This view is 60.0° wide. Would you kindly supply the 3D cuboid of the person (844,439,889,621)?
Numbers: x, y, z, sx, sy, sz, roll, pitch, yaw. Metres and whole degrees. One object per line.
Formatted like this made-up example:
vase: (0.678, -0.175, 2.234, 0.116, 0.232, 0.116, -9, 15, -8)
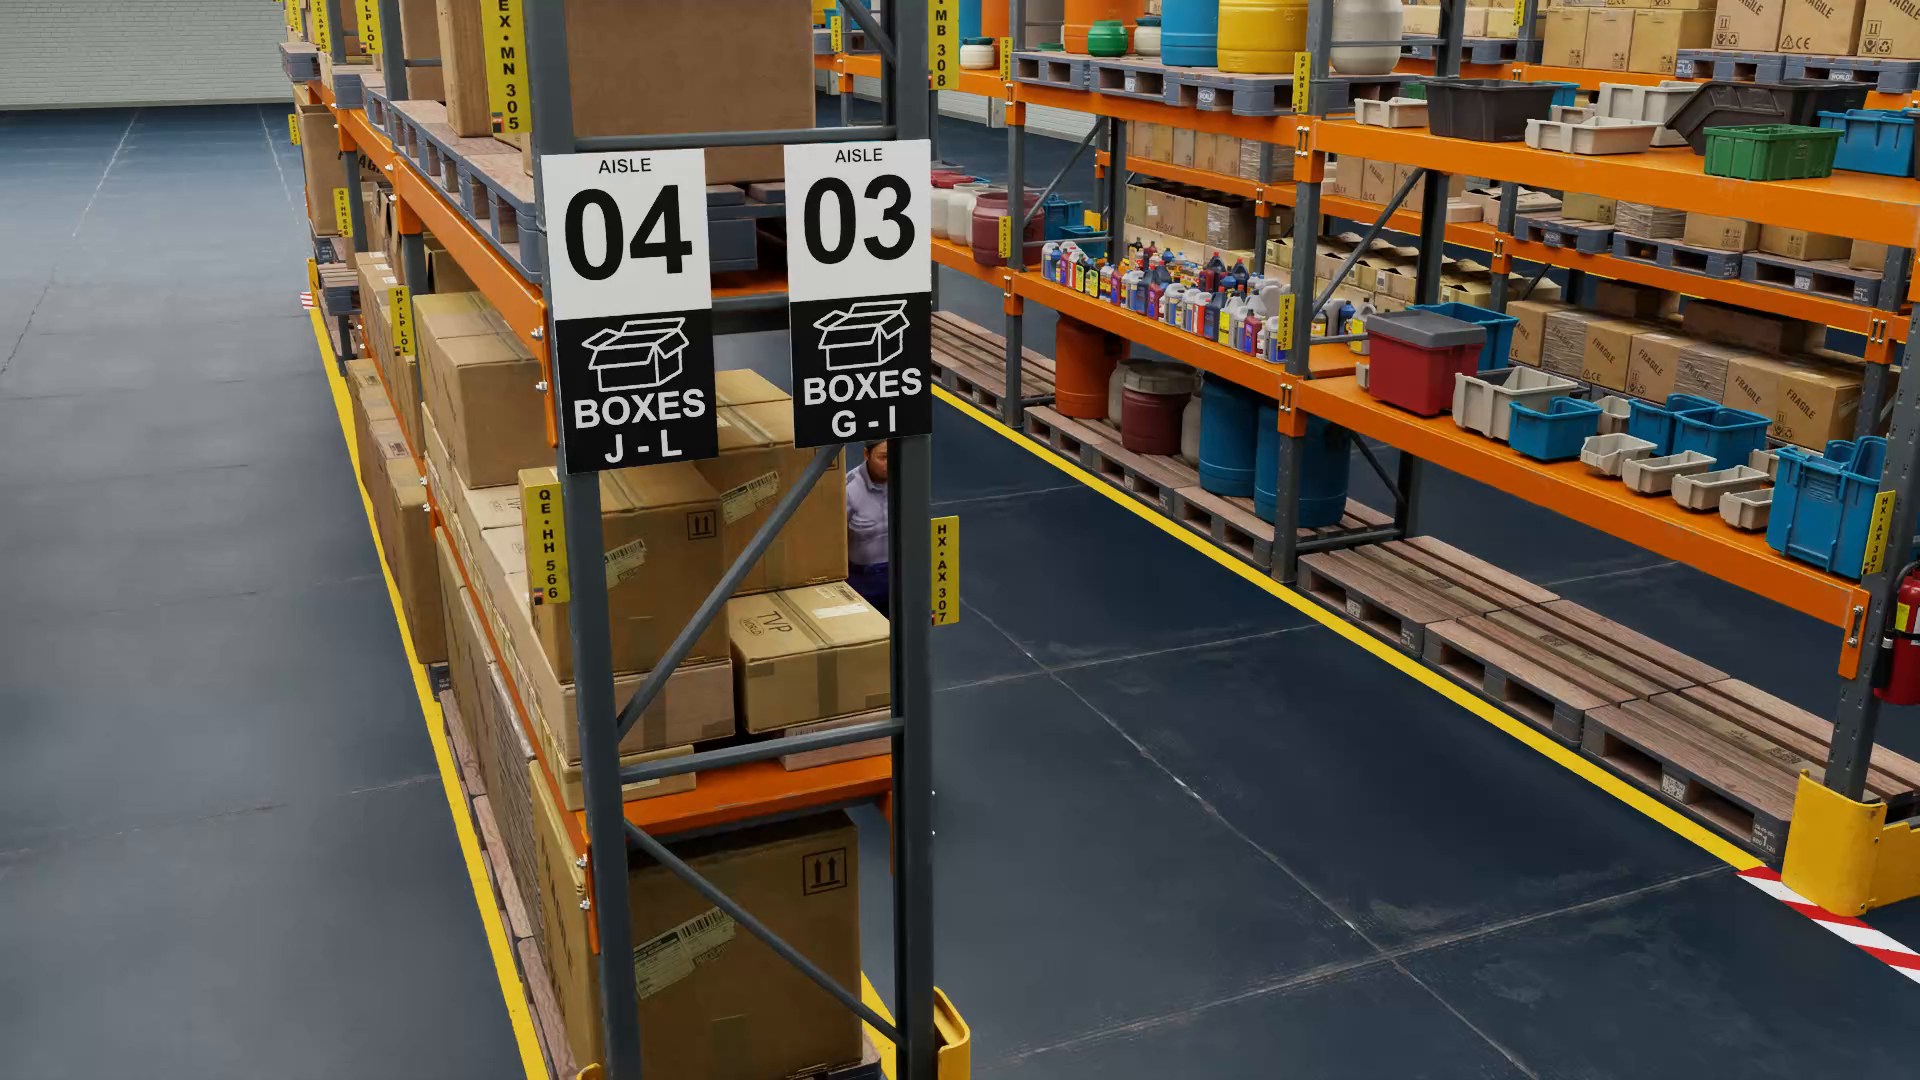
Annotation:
person: (-0.397, 0.244, 7.866, 0.552, 1.652, 0.415, -8, 21, -23)
